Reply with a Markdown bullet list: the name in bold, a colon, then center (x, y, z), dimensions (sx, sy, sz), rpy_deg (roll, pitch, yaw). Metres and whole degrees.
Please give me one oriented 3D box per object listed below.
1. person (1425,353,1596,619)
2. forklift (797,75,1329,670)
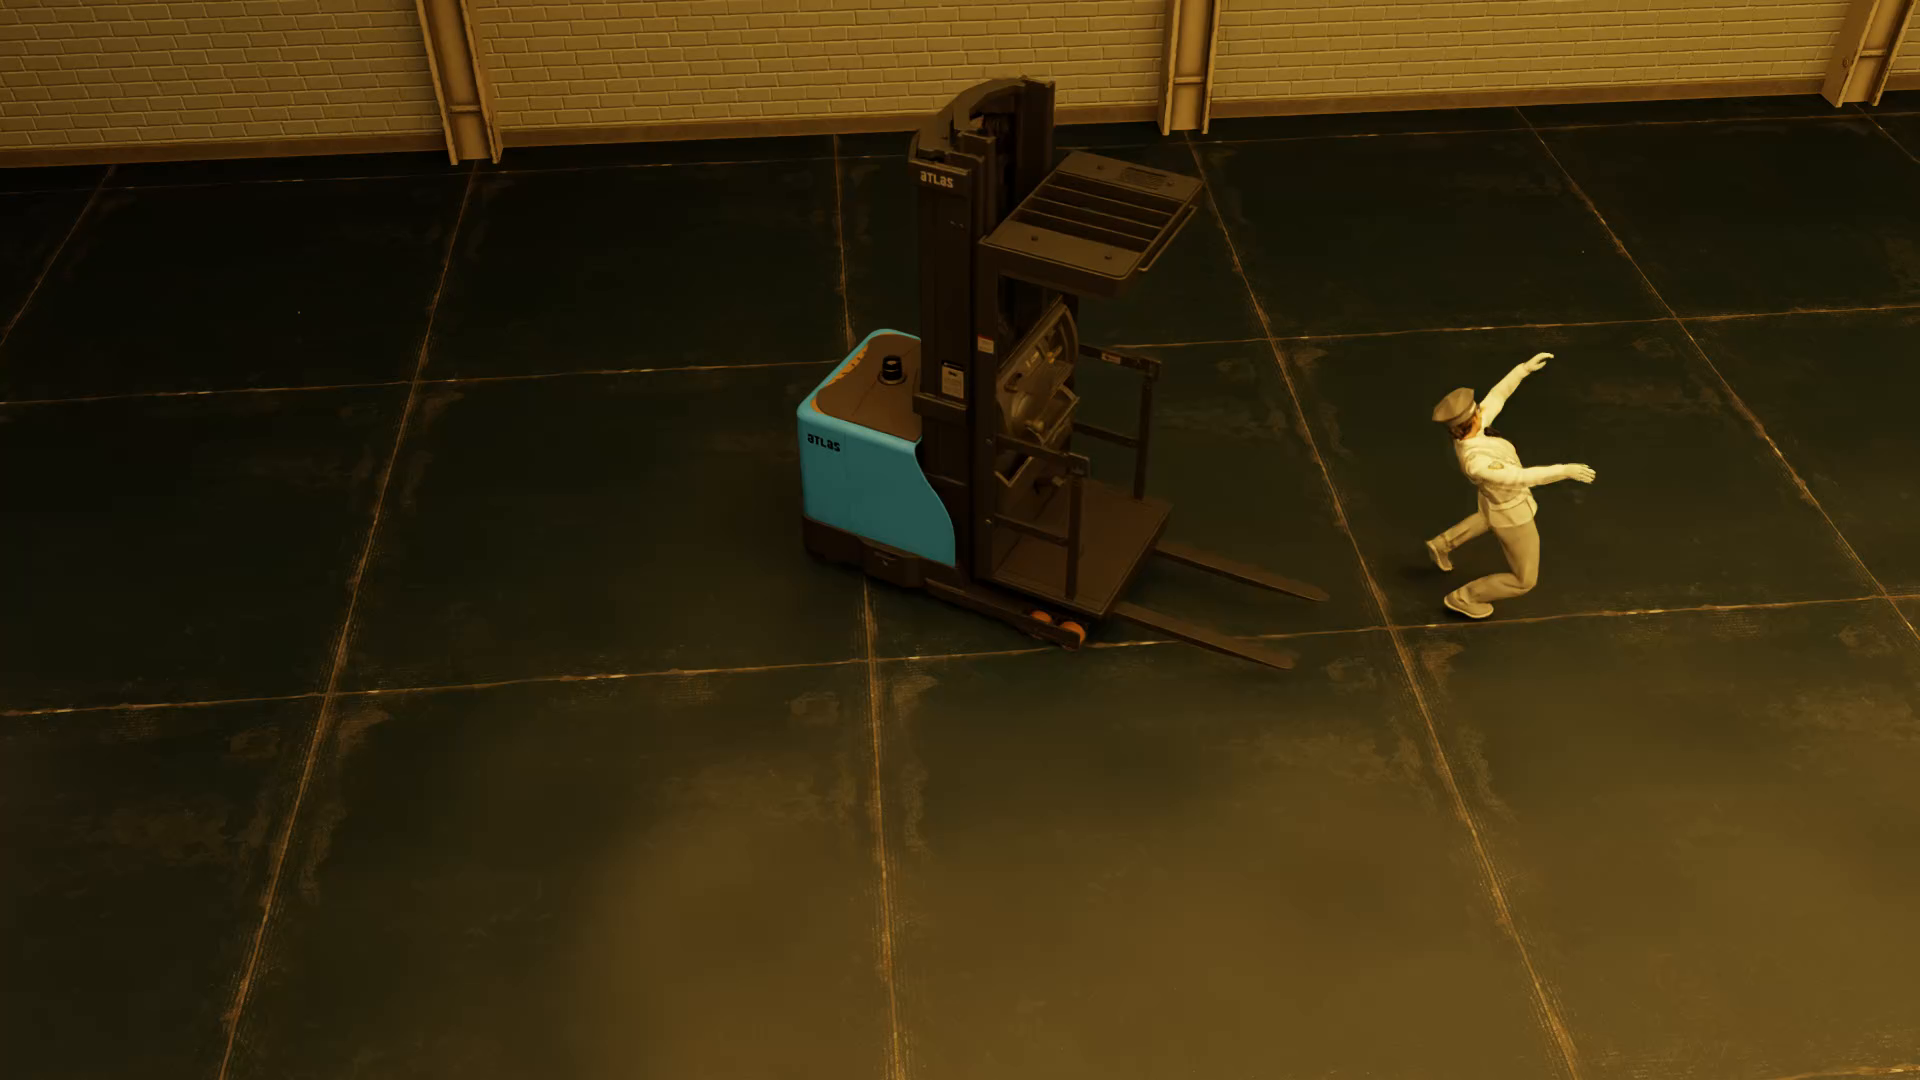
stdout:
- **person**: center (2.917, -0.179, 9.193), dimensions (0.692, 1.537, 0.936), rpy_deg (-3, 41, -3)
- **forklift**: center (0.605, -0.884, 8.971), dimensions (3.031, 2.935, 1.130), rpy_deg (18, 44, 20)
